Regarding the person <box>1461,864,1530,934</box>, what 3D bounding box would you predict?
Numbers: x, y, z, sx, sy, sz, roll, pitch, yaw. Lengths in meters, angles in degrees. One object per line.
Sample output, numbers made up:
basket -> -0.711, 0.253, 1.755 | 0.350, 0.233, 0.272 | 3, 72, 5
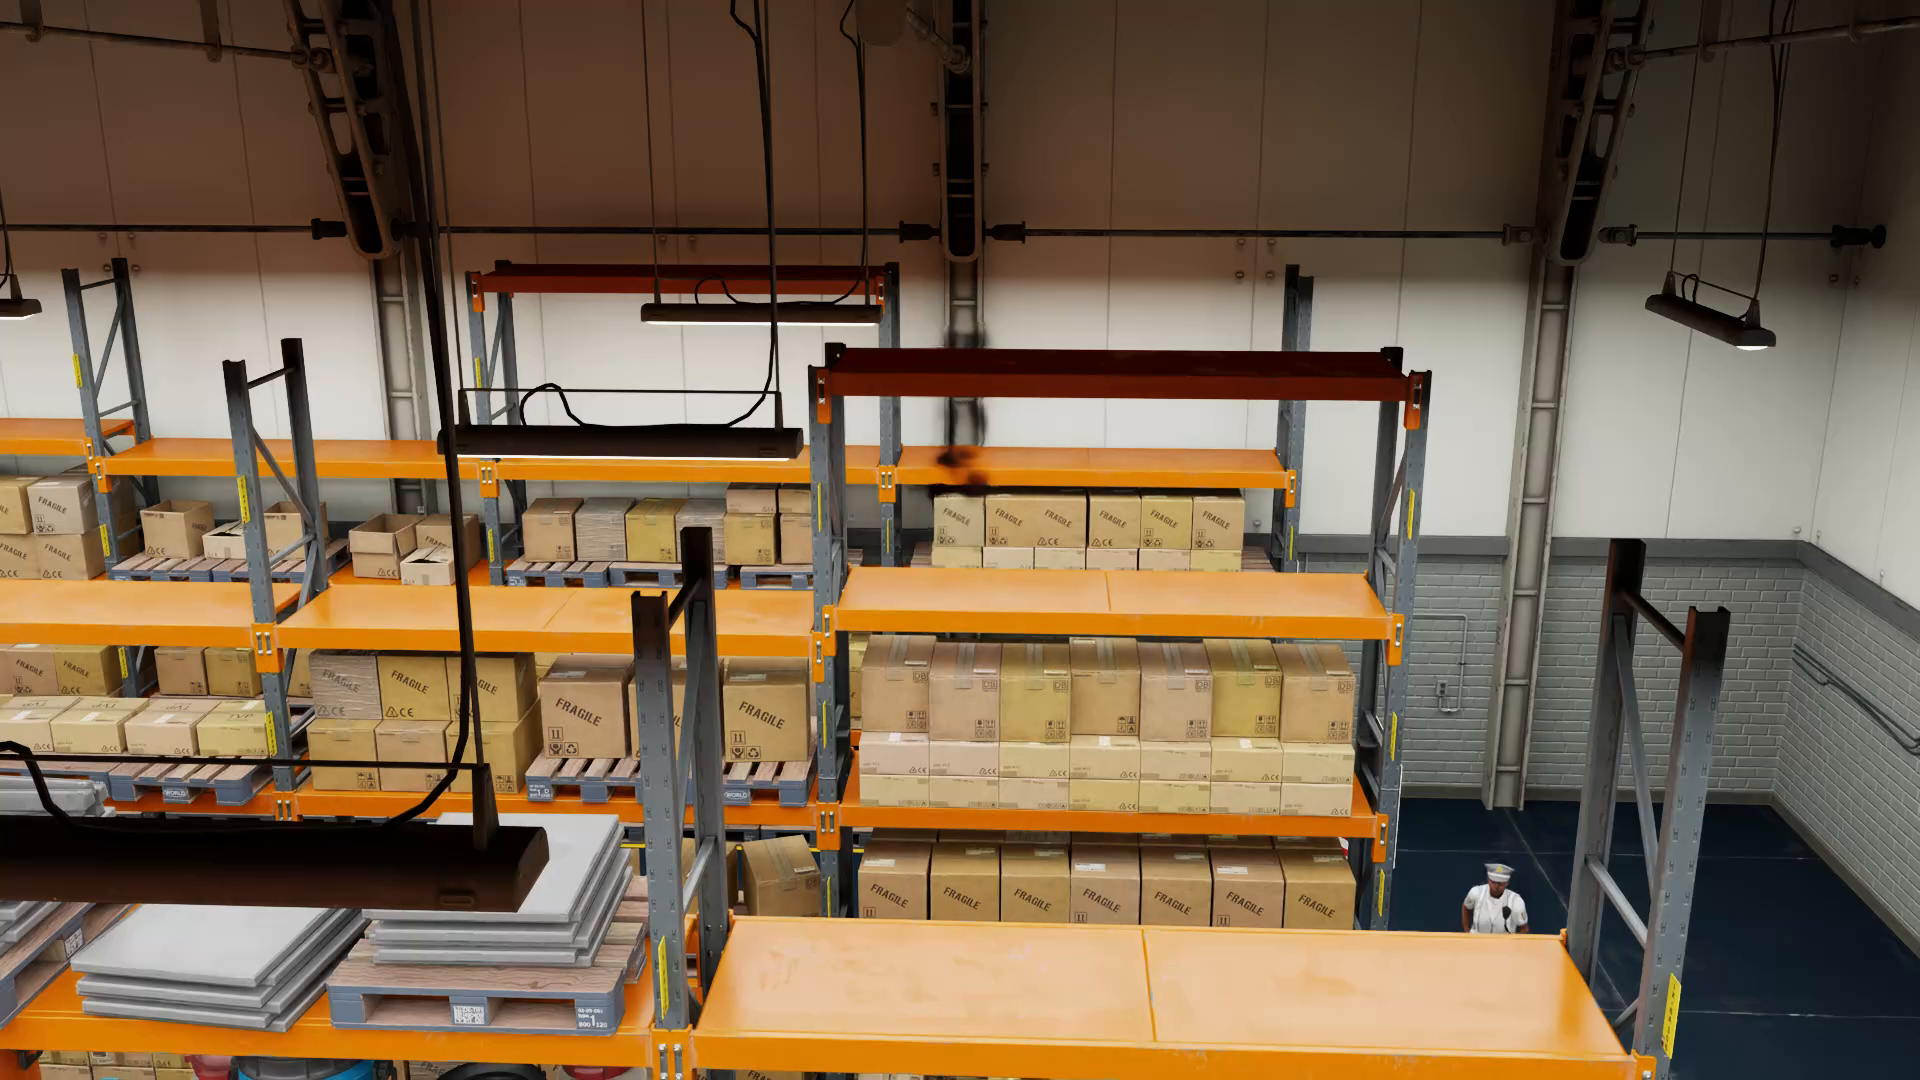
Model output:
person -> 4.468, 3.402, 13.952 | 0.561, 1.664, 0.774 | 7, 18, 23
